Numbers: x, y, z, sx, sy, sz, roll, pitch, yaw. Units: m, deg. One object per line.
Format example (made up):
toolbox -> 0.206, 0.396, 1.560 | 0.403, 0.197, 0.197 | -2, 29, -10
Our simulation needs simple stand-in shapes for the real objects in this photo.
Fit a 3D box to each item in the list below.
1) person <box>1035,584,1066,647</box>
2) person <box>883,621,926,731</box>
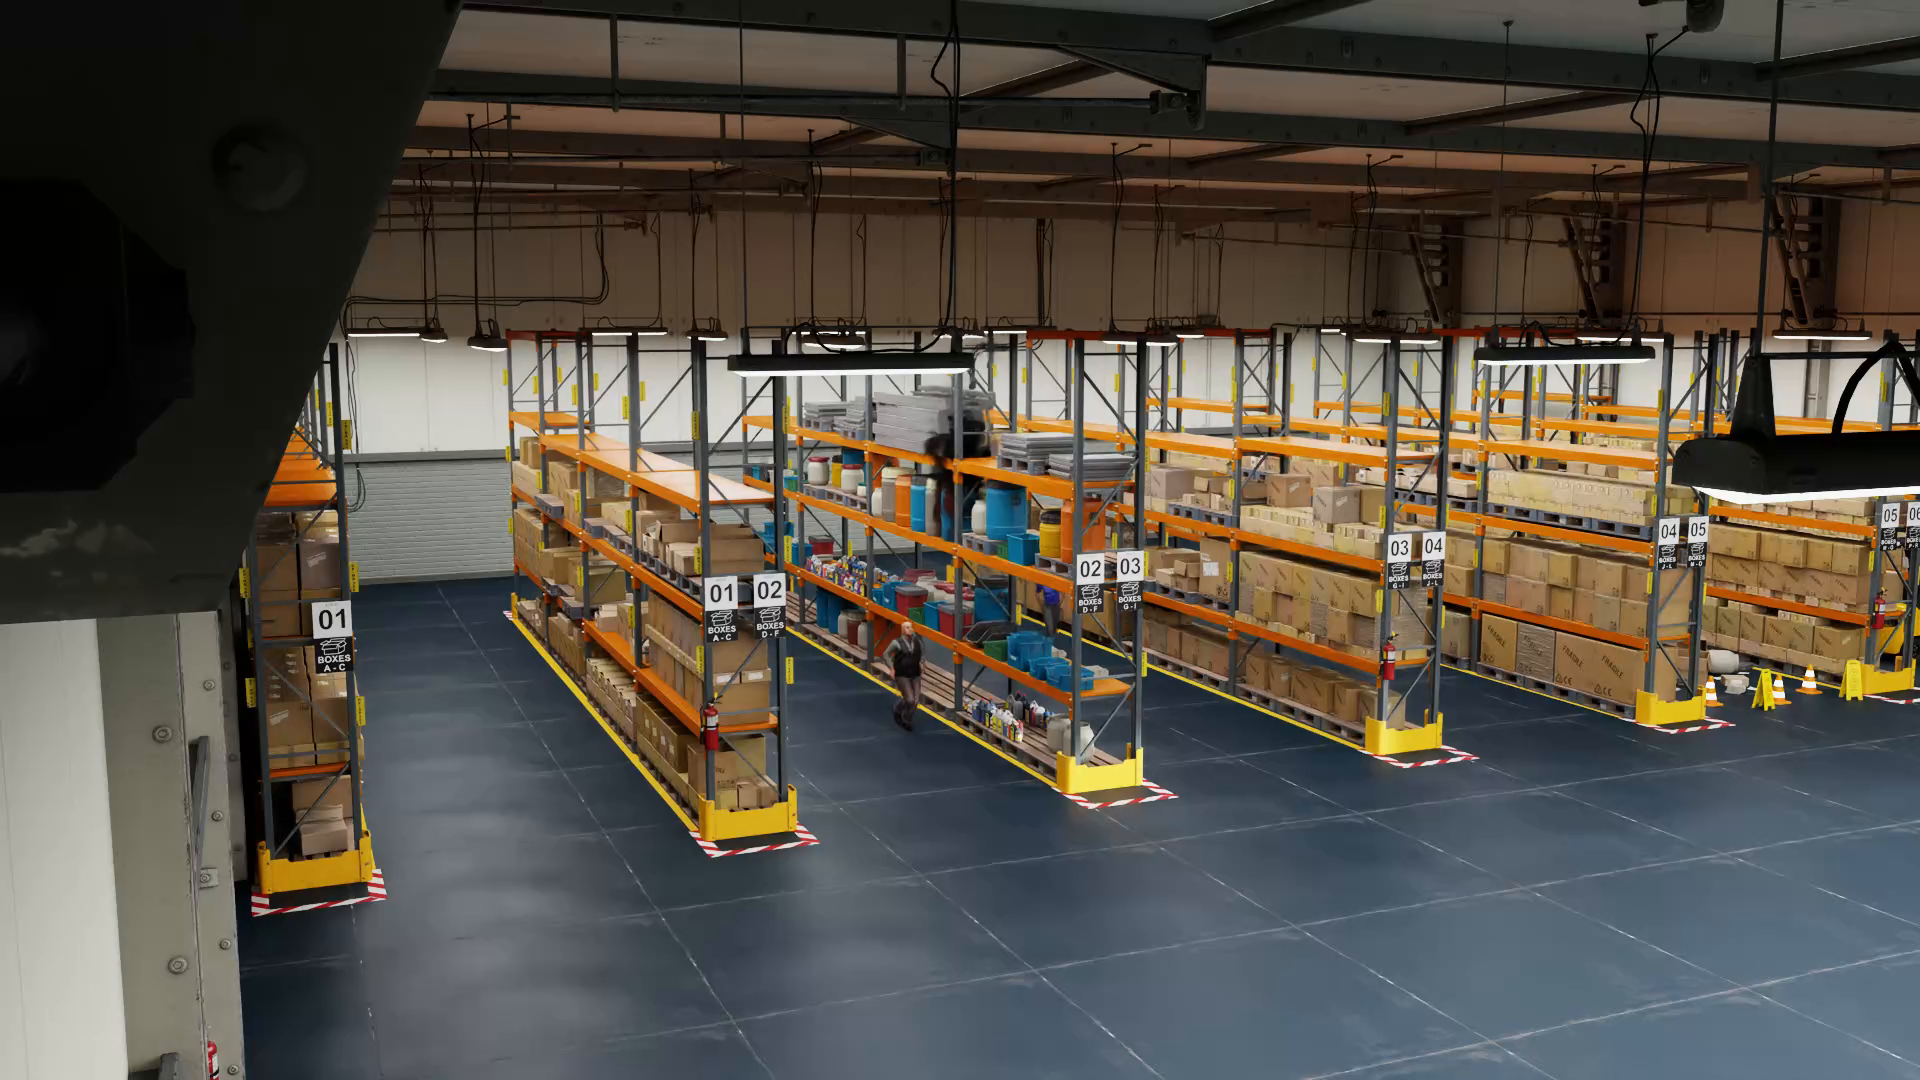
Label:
person -> 1.690, 1.299, 30.877 | 0.573, 1.654, 0.837 | -2, 8, -13
person -> -0.773, 2.077, 25.228 | 0.649, 1.682, 0.564 | -5, 9, -30
